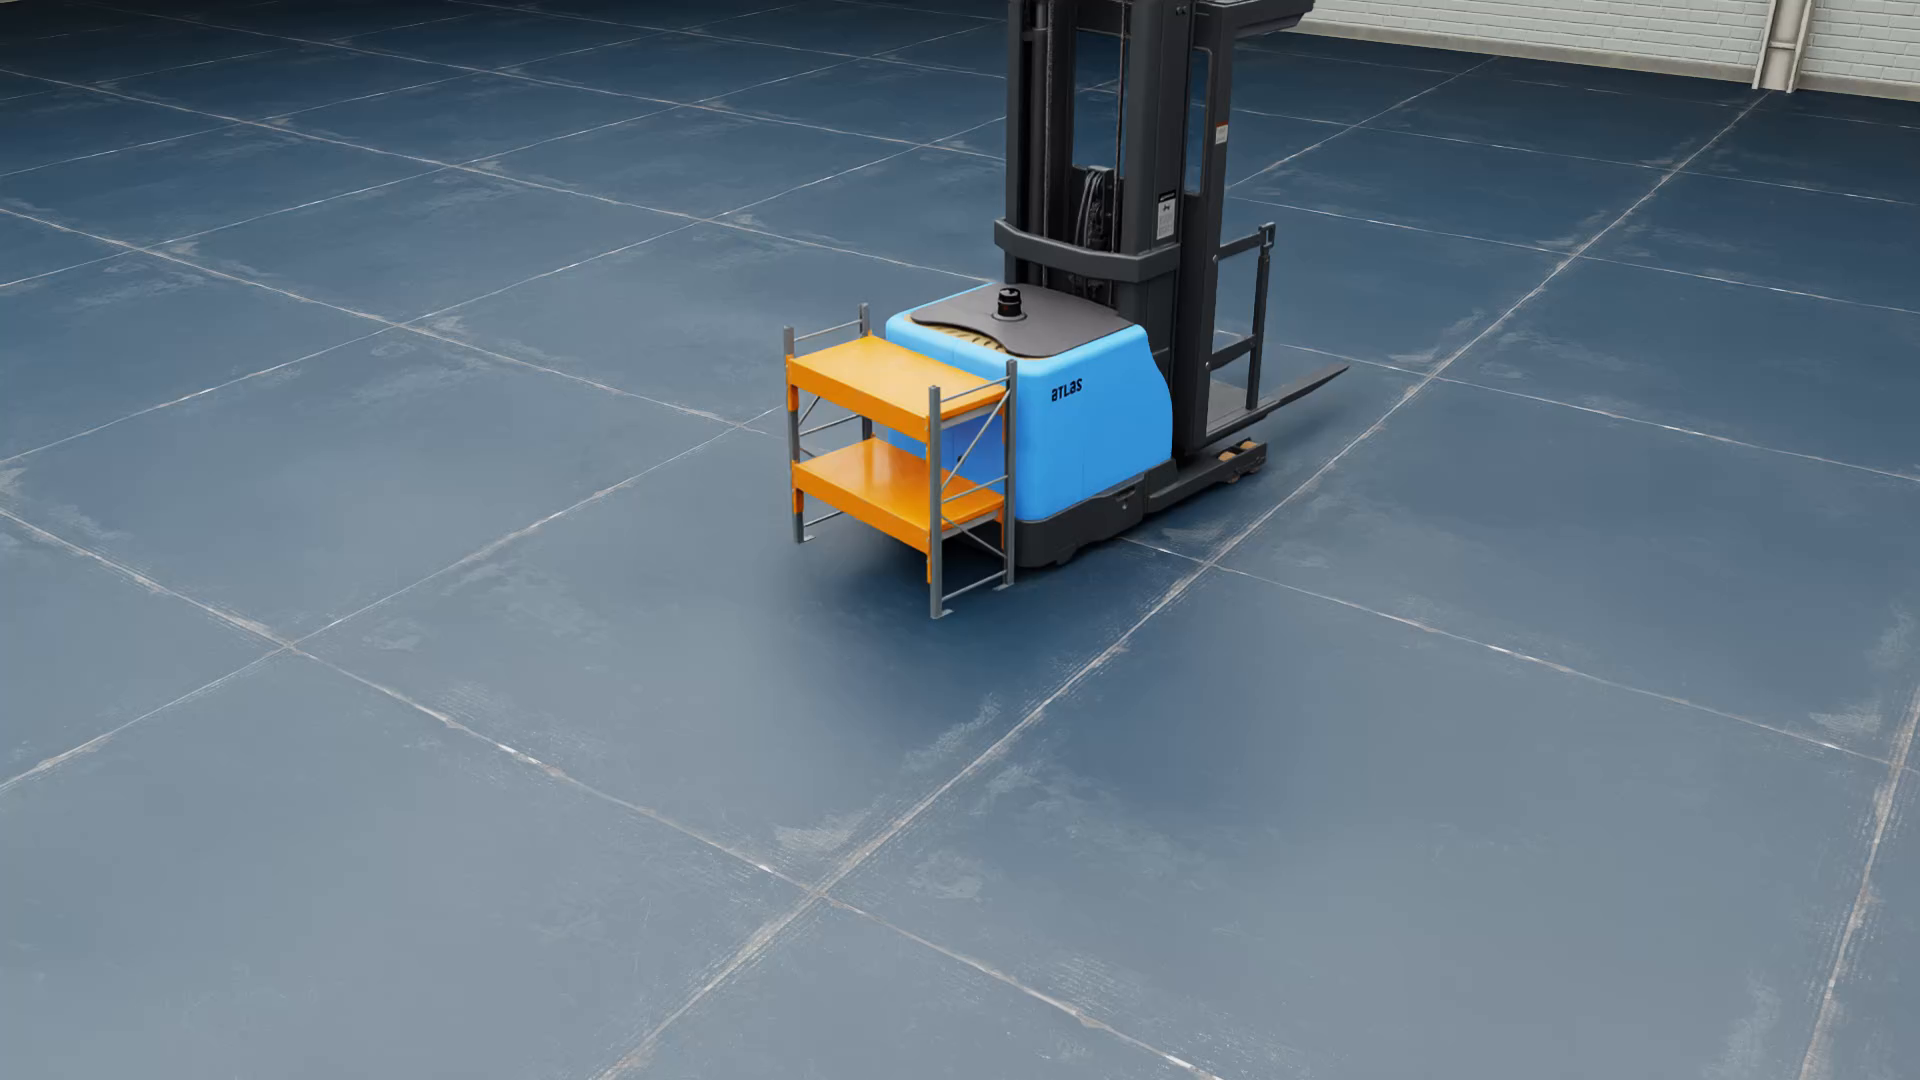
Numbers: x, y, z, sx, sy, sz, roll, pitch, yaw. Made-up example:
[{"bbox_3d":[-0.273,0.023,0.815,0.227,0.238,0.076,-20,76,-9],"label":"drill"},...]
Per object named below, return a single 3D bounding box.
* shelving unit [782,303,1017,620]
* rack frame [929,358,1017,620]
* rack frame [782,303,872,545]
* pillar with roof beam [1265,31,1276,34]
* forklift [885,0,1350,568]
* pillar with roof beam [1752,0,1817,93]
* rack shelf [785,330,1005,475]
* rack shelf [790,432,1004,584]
[{"bbox_3d":[-0.285,-0.389,7.775,0.538,1.125,1.048,-23,35,-37],"label":"shelving unit"},{"bbox_3d":[0.060,-0.220,7.442,0.500,1.125,0.032,-23,35,-37],"label":"rack frame"},{"bbox_3d":[-0.630,-0.559,8.107,0.500,1.125,0.032,-23,35,-37],"label":"rack frame"},{"bbox_3d":[1.291,-8.755,15.531,0.400,9.000,9.100,17,32,30],"label":"pillar with roof beam"},{"bbox_3d":[1.008,-1.751,8.459,1.130,2.935,3.031,24,35,38],"label":"forklift"},{"bbox_3d":[6.236,-7.214,12.504,0.400,9.000,9.100,17,32,30],"label":"pillar with roof beam"},{"bbox_3d":[-0.285,-0.650,7.642,0.538,0.278,1.000,-23,35,-37],"label":"rack shelf"},{"bbox_3d":[-0.285,-0.171,7.886,0.538,0.278,1.000,-23,35,-37],"label":"rack shelf"}]
